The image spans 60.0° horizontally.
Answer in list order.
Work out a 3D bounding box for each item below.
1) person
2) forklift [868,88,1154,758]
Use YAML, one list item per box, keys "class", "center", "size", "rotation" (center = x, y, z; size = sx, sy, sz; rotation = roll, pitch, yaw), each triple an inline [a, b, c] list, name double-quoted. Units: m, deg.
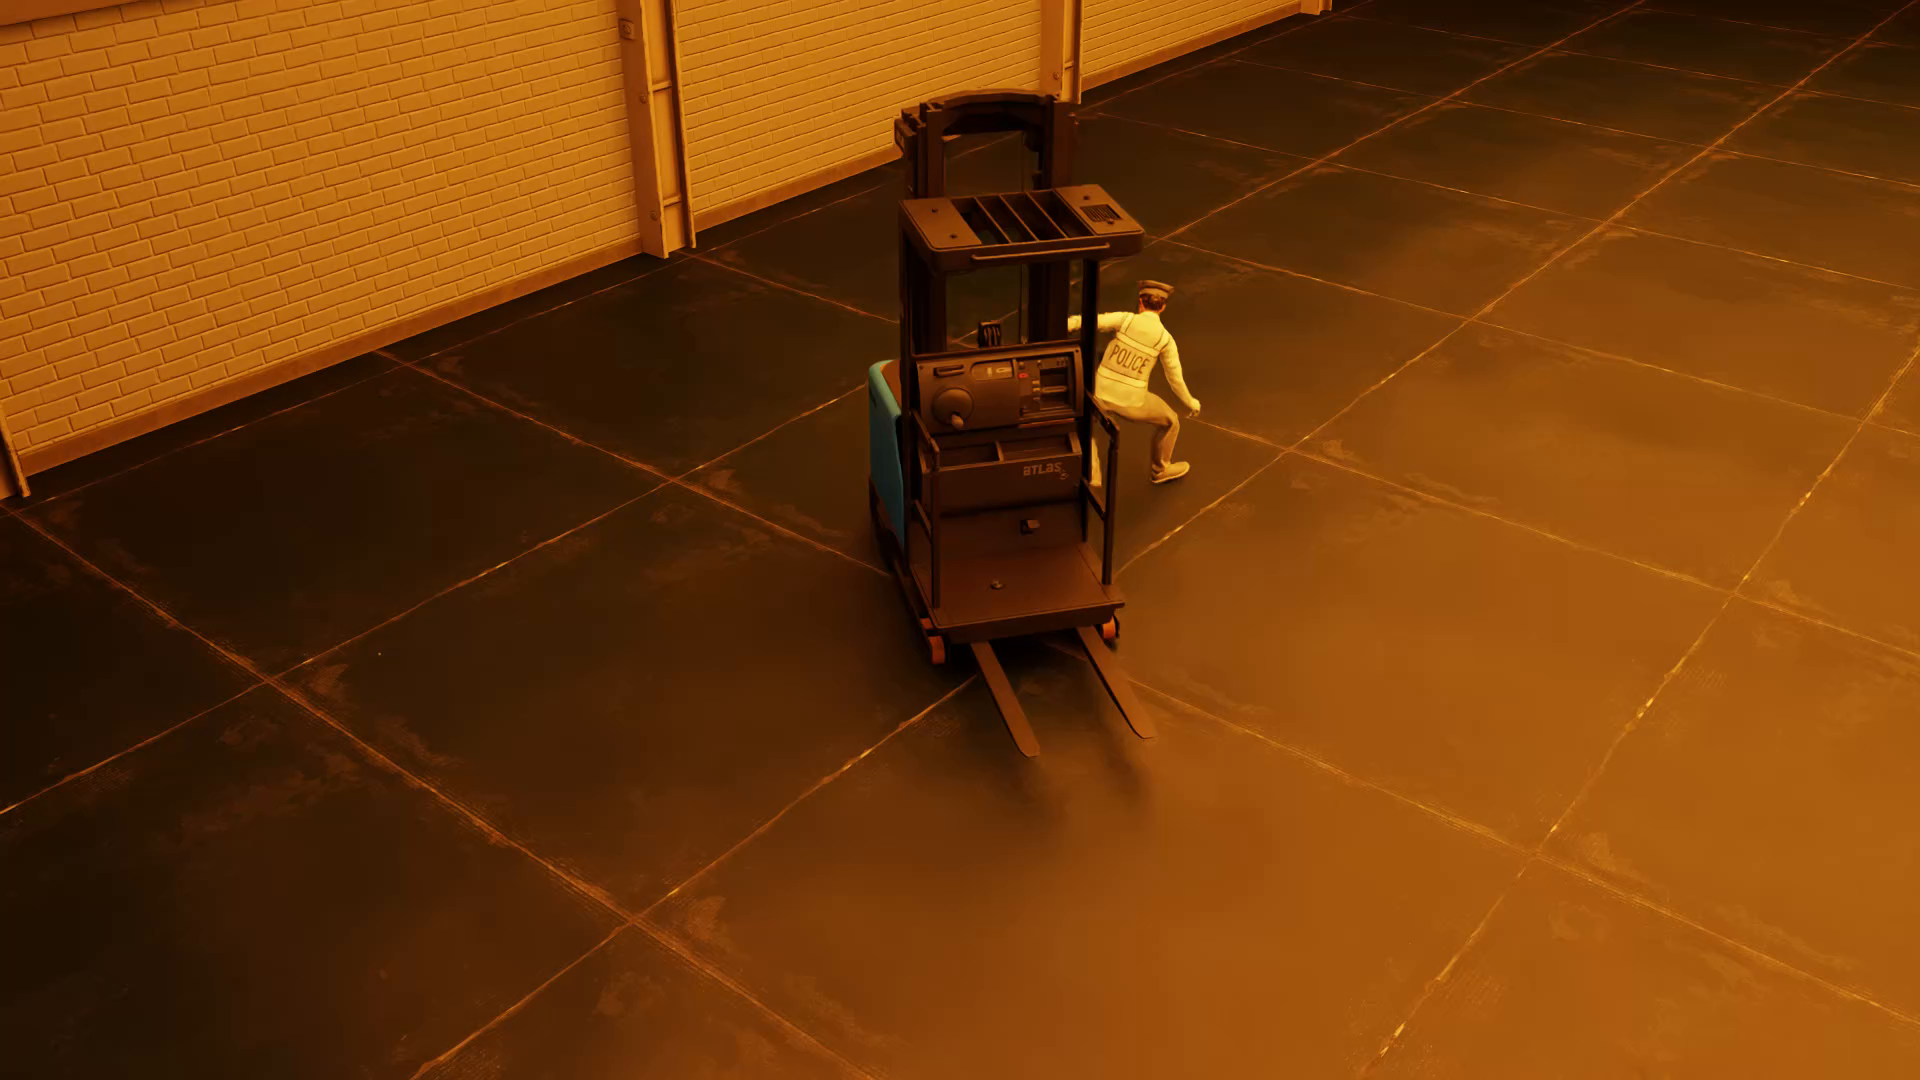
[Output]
- class: "person"
  center: [0.991, -0.962, 10.711]
  size: [1.095, 1.451, 0.707]
  rotation: [8, 31, 13]
- class: "forklift"
  center: [0.279, -0.781, 8.931]
  size: [1.130, 2.935, 3.031]
  rotation: [-7, 31, -12]
